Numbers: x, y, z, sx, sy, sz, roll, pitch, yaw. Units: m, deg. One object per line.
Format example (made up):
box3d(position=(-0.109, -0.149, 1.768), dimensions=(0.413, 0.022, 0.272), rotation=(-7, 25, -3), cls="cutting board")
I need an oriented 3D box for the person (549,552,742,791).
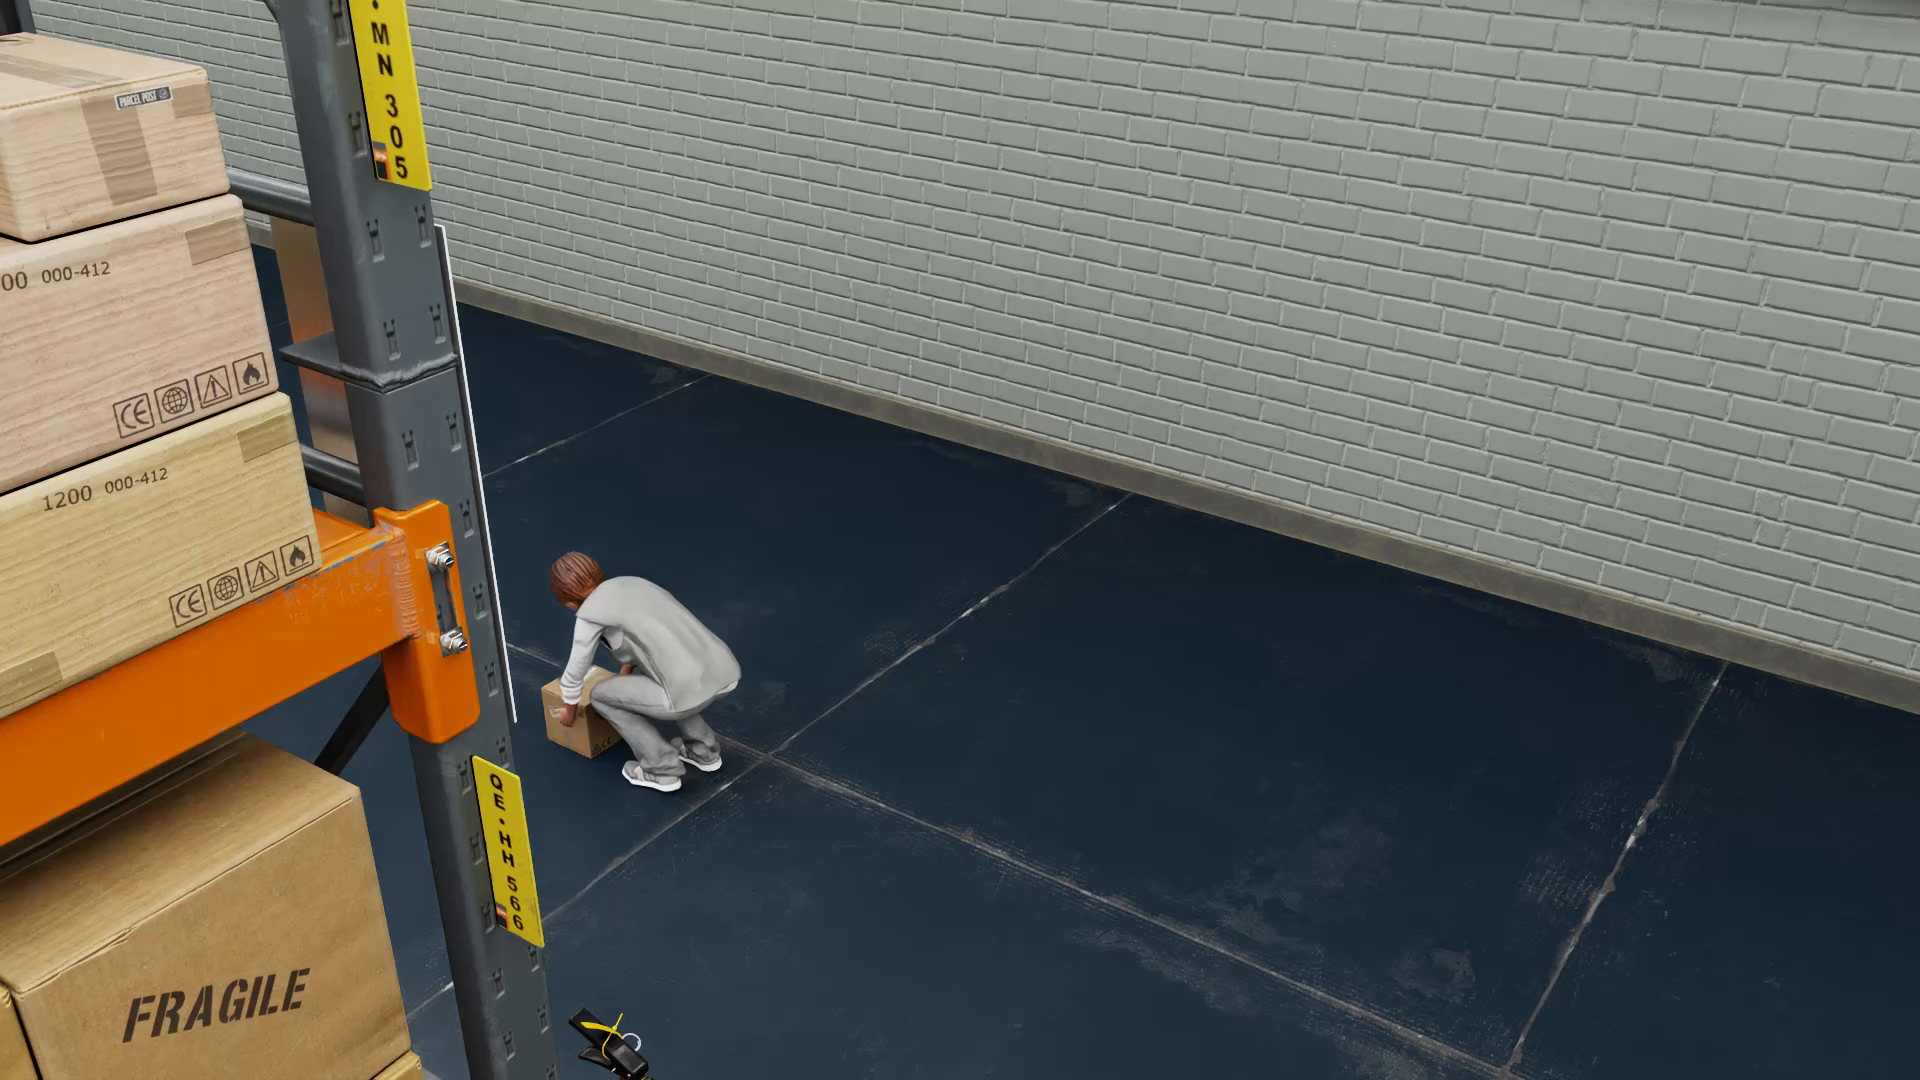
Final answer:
box3d(position=(-1.215, 0.515, 6.411), dimensions=(0.796, 0.886, 0.444), rotation=(17, 32, 30), cls="person")
